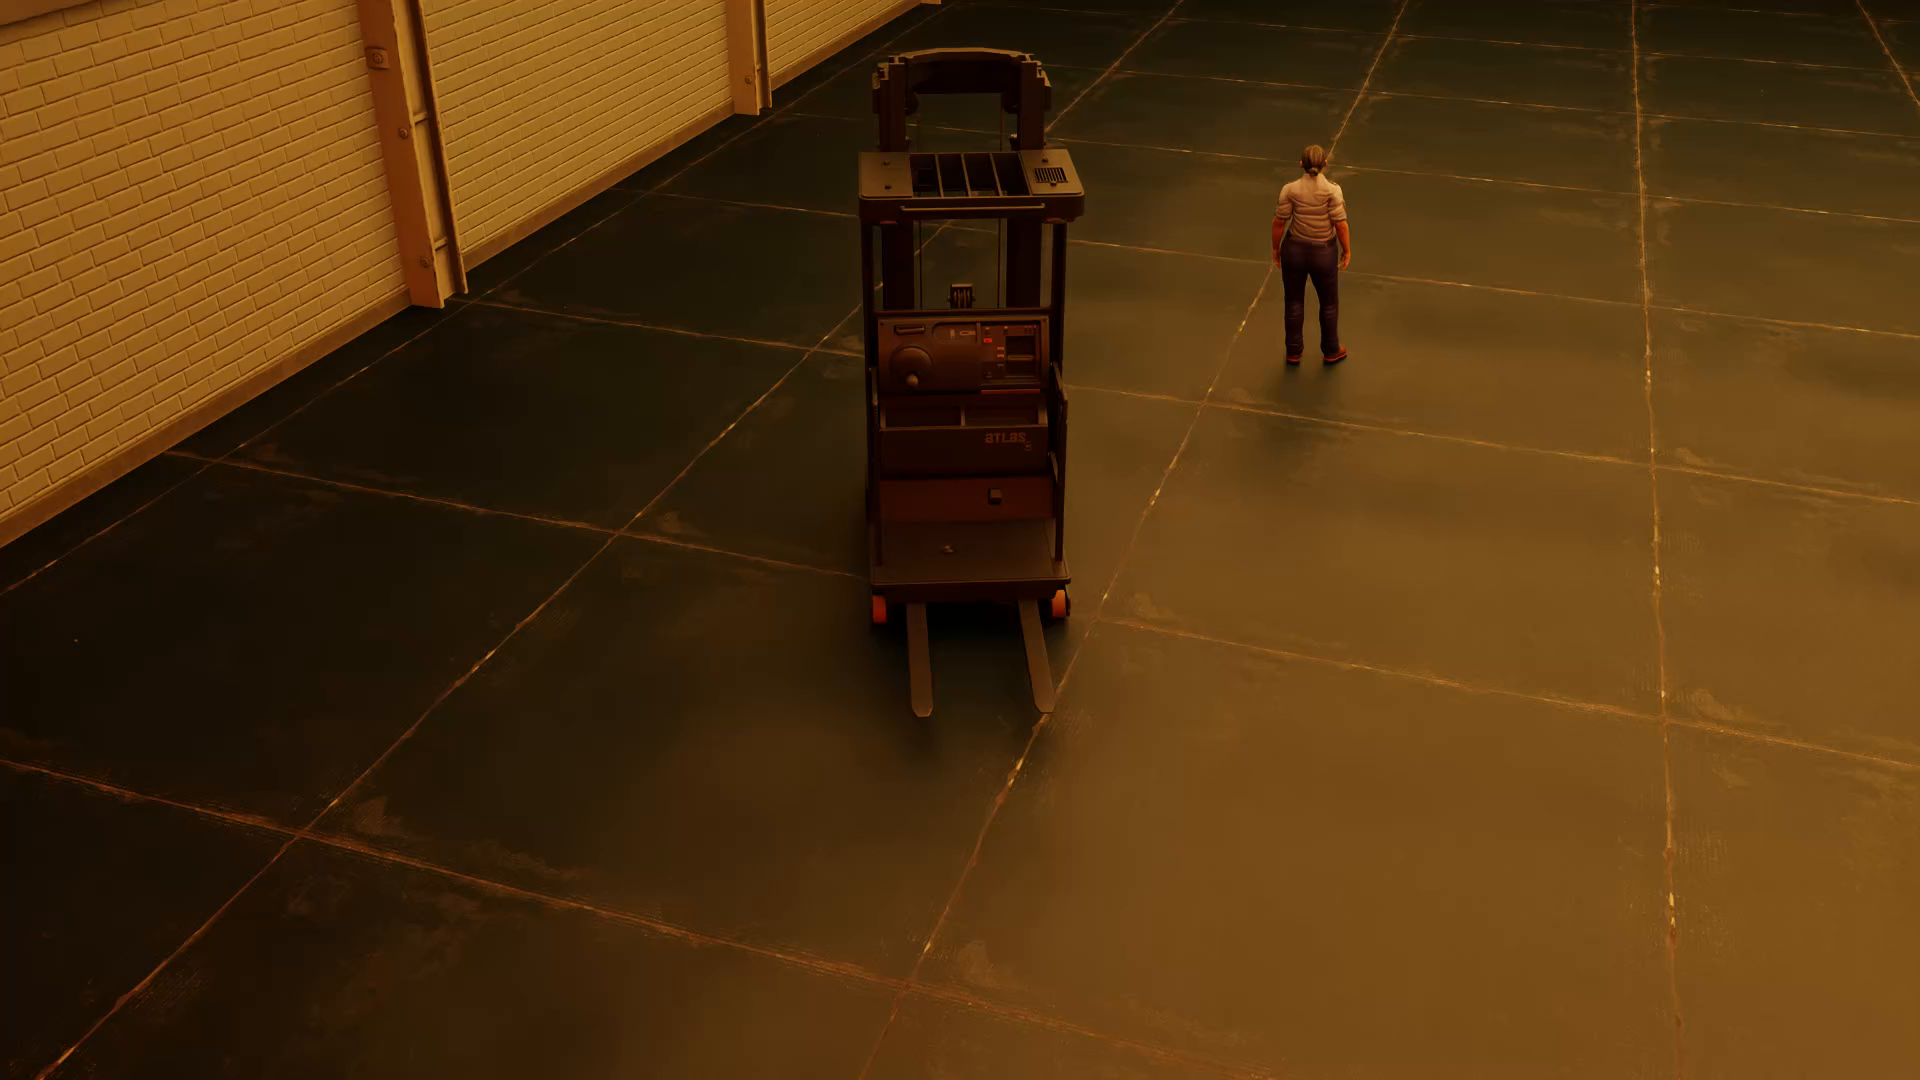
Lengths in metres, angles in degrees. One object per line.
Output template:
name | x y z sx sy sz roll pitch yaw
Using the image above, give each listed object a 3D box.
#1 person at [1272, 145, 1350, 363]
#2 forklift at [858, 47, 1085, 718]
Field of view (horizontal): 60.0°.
person | 2.572 -2.085 12.076 0.598 1.651 0.502 11 32 19
forklift | 0.035 -0.972 8.842 1.130 2.935 3.031 -2 30 -3
